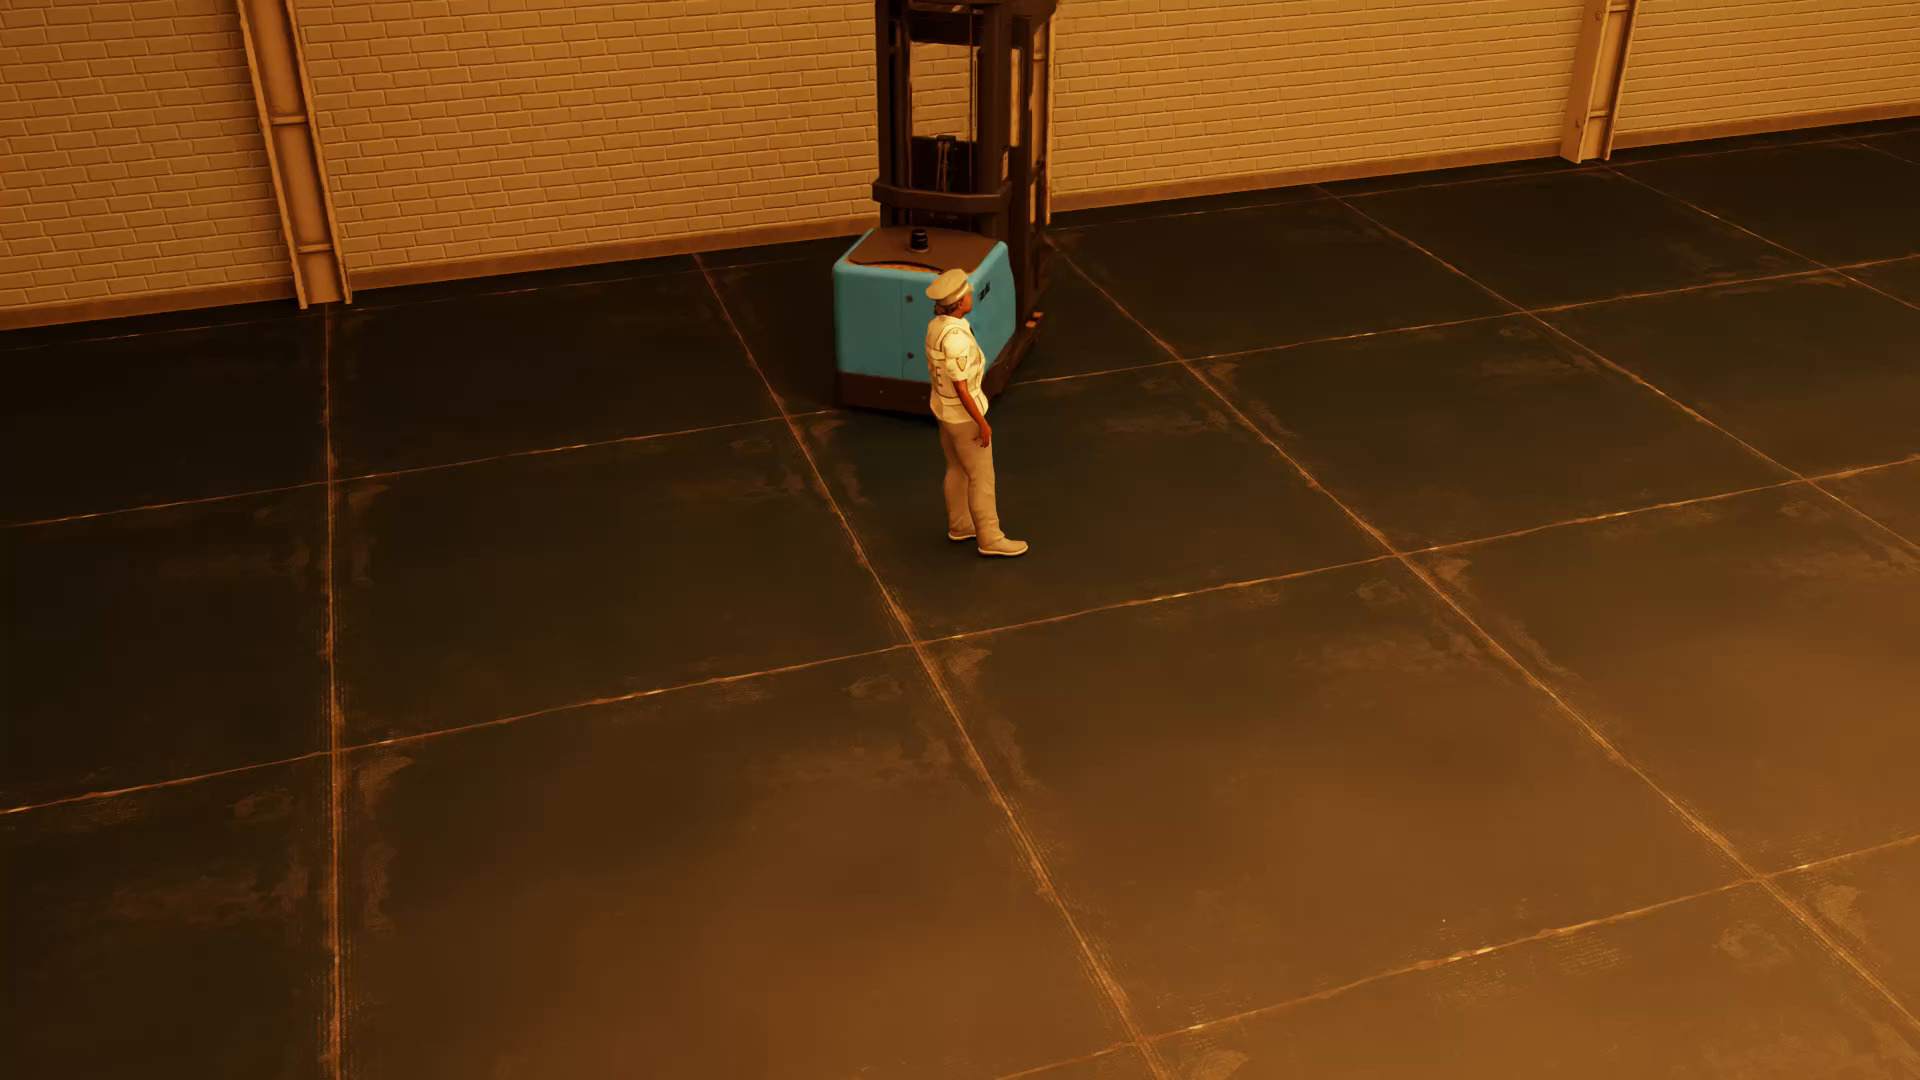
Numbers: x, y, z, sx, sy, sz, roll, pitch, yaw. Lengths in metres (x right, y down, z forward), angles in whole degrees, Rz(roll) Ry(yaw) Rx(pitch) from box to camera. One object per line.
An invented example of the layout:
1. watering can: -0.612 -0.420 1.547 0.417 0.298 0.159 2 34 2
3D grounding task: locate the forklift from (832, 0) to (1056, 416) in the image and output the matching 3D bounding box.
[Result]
1. forklift: 0.037 -2.810 11.971 1.130 2.935 3.031 8 31 14

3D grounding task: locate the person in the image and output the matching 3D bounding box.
1. person: 0.077 -0.743 9.604 0.530 1.695 0.569 -10 31 -16
